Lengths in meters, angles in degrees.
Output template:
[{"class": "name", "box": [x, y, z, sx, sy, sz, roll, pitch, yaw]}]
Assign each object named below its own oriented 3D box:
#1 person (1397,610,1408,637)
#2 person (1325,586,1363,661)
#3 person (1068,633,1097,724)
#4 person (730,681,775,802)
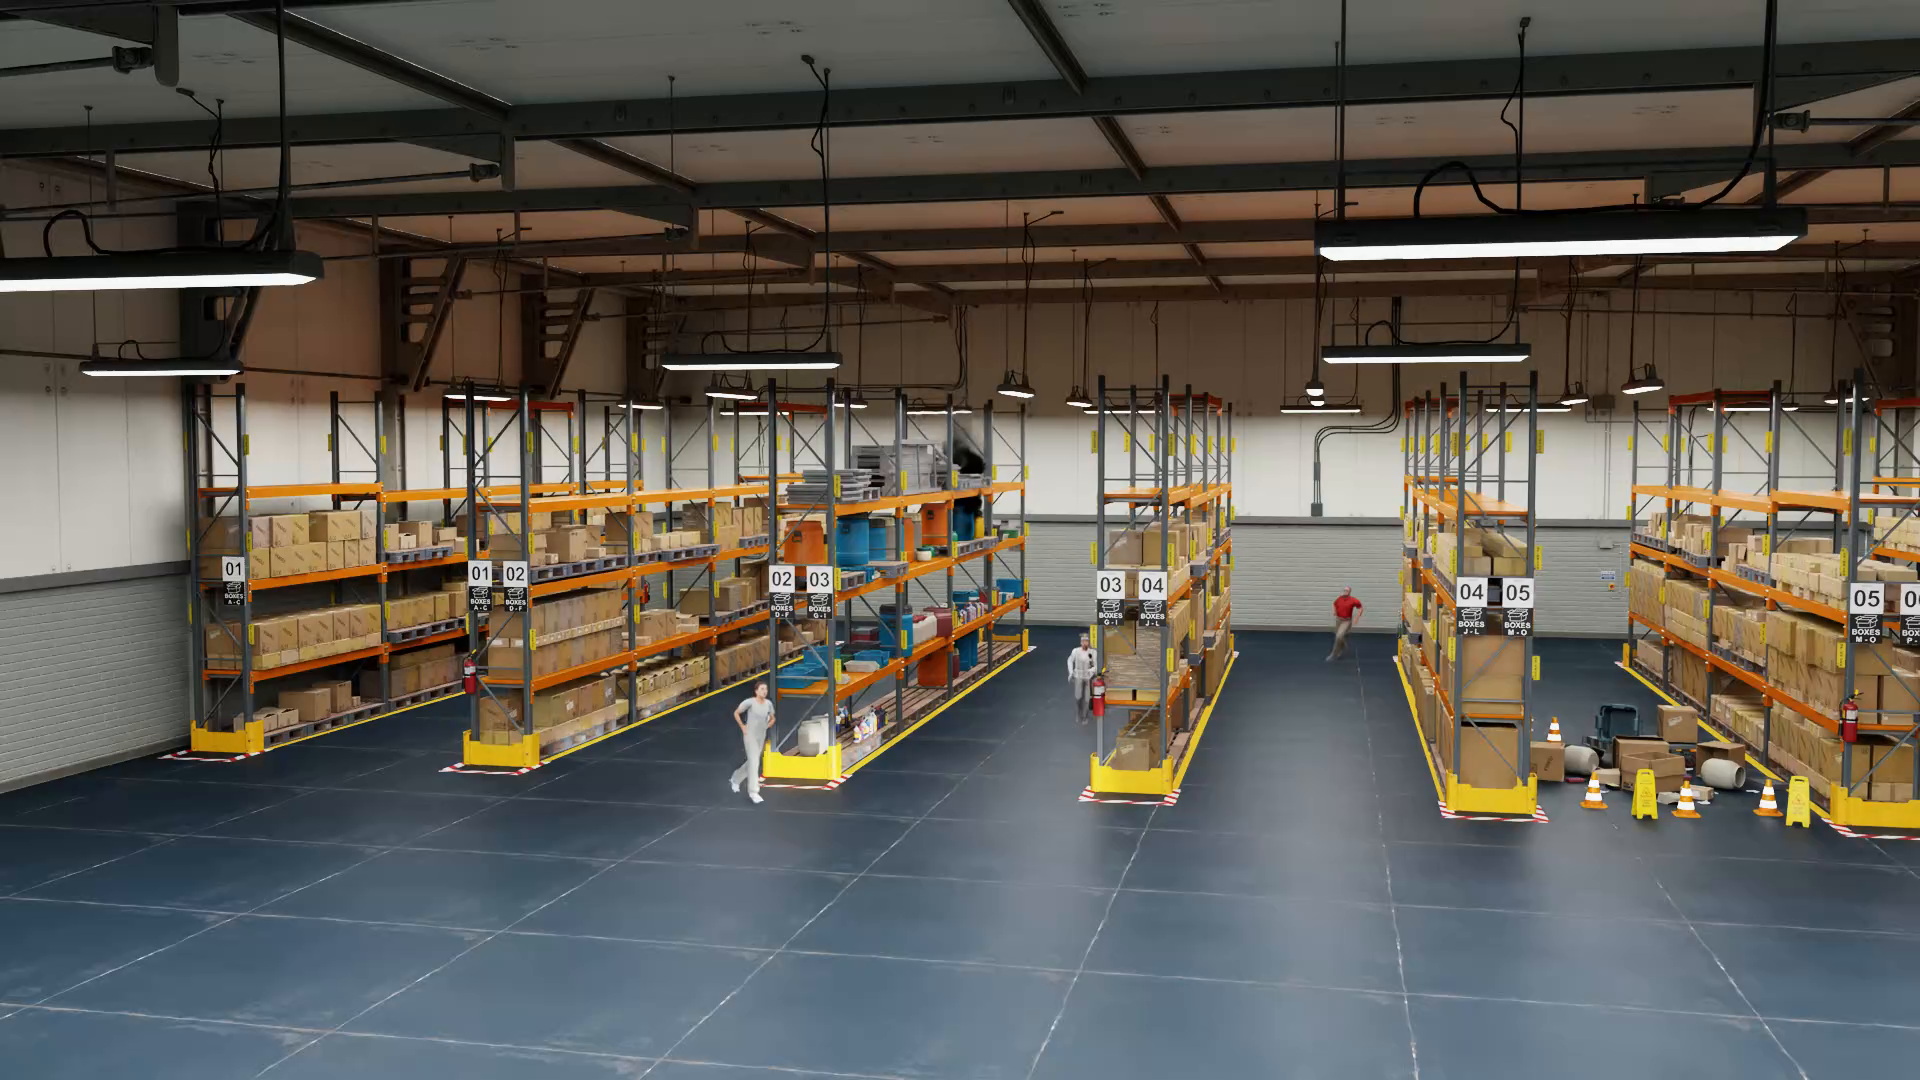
[{"class": "person", "box": [10.644, 1.891, 39.330, 0.549, 1.738, 0.643, 0, 3, -2]}, {"class": "person", "box": [8.918, 1.933, 38.690, 0.956, 1.720, 0.745, -3, 4, -41]}, {"class": "person", "box": [2.199, 2.470, 29.562, 0.583, 1.647, 0.692, 0, 3, 5]}, {"class": "person", "box": [-2.906, 2.829, 23.712, 0.619, 1.654, 0.829, -3, 4, -43]}]
